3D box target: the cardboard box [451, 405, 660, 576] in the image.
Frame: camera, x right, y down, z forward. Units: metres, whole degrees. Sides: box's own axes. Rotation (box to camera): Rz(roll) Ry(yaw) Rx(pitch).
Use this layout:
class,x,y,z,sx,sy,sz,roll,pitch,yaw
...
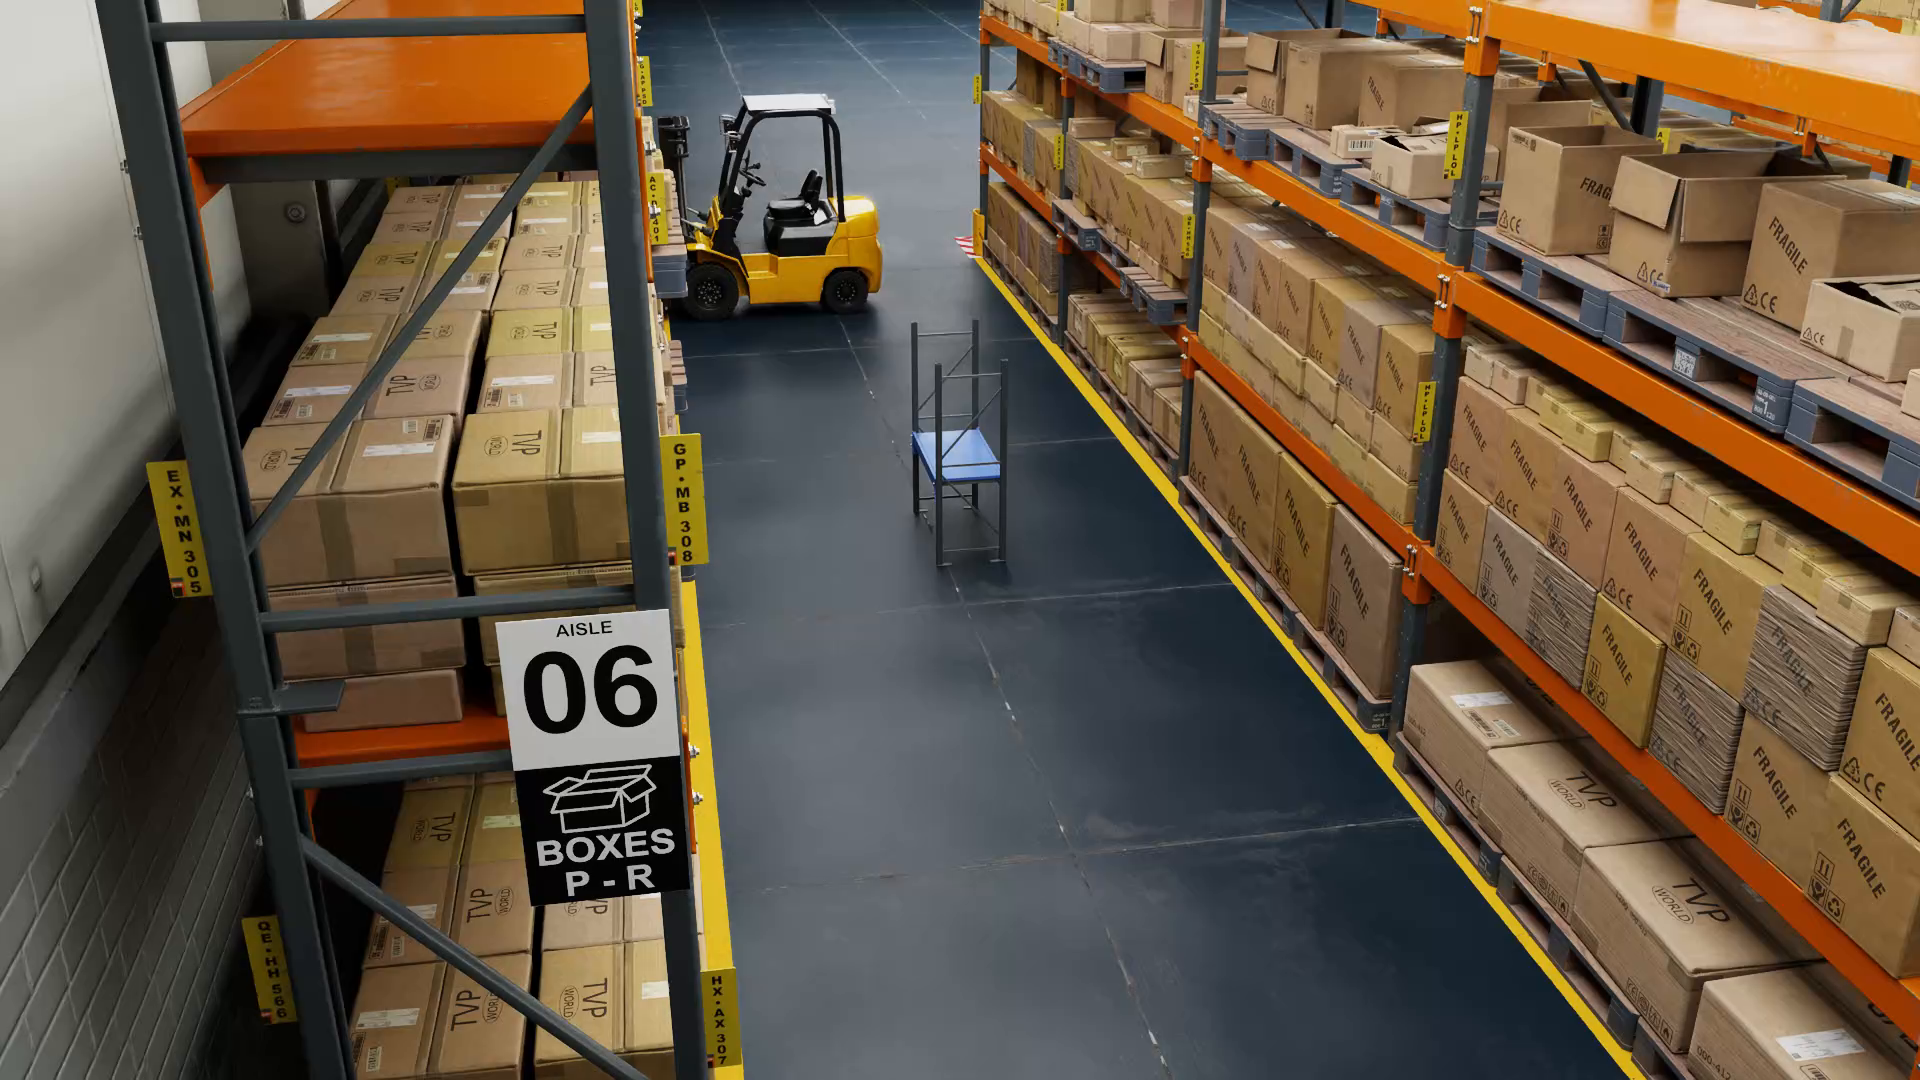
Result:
class,x,y,z,sx,sy,sz,roll,pitch,yaw
cardboard box,-1.013,-0.140,4.266,0.500,0.250,0.500,-5,24,-10

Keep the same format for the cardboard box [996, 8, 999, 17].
class,x,y,z,sx,sy,sz,roll,pitch,yaw
cardboard box,0.619,-5.946,18.683,0.380,0.149,0.250,-5,24,-11

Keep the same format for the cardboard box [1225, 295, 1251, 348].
class,x,y,z,sx,sy,sz,roll,pitch,yaw
cardboard box,2.166,-1.531,11.570,0.500,0.250,0.500,-4,24,-8

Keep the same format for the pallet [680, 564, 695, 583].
class,x,y,z,sx,sy,sz,roll,pitch,yaw
pallet,-1.958,-0.083,8.933,1.003,0.211,1.213,-4,24,-10

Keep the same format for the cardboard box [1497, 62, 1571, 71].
class,x,y,z,sx,sy,sz,roll,pitch,yaw
cardboard box,6.111,-4.912,18.213,0.875,0.550,0.550,-4,24,-10

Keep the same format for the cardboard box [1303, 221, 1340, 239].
class,x,y,z,sx,sy,sz,roll,pitch,yaw
cardboard box,2.676,-1.910,11.501,0.500,0.500,0.500,-4,24,-9

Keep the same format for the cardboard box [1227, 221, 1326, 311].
class,x,y,z,sx,sy,sz,roll,pitch,yaw
cardboard box,2.172,-1.889,11.453,0.500,0.500,0.500,-4,24,-10

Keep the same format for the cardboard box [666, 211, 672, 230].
class,x,y,z,sx,sy,sz,roll,pitch,yaw
cardboard box,-1.596,-1.598,8.078,0.380,0.149,0.250,-4,24,-9

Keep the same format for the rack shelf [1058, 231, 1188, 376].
class,x,y,z,sx,sy,sz,roll,pitch,yaw
rack shelf,1.850,-2.248,14.549,1.077,0.370,4.000,-4,24,-10

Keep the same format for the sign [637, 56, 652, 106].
class,x,y,z,sx,sy,sz,roll,pitch,yaw
sign,-2.124,-3.073,11.145,0.100,0.325,0.005,-4,24,-10

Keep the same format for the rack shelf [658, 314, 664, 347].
class,x,y,z,sx,sy,sz,roll,pitch,yaw
rack shelf,-2.288,-1.681,9.501,1.077,0.370,4.000,-4,24,-10

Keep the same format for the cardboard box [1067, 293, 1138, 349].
class,x,y,z,sx,sy,sz,roll,pitch,yaw
cardboard box,1.580,-2.147,16.176,0.950,0.372,0.625,-4,24,-9

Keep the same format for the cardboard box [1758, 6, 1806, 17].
class,x,y,z,sx,sy,sz,roll,pitch,yaw
cardboard box,6.961,-4.469,14.450,0.500,0.311,0.500,-5,24,-11

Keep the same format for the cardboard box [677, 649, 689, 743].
class,x,y,z,sx,sy,sz,roll,pitch,yaw
cardboard box,-1.275,0.525,6.180,0.500,0.500,0.500,-4,24,-8

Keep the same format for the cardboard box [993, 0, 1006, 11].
class,x,y,z,sx,sy,sz,roll,pitch,yaw
cardboard box,0.655,-5.964,18.225,0.500,0.250,0.500,-5,24,-11

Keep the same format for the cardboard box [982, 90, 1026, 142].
class,x,y,z,sx,sy,sz,roll,pitch,yaw
cardboard box,0.556,-4.913,19.255,0.500,0.500,0.500,-5,24,-11

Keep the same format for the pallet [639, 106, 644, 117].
class,x,y,z,sx,sy,sz,roll,pitch,yaw
pallet,-2.871,-2.971,11.792,1.213,0.211,1.003,-3,24,-7

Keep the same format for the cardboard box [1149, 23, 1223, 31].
class,x,y,z,sx,sy,sz,roll,pitch,yaw
cardboard box,1.913,-4.244,14.134,0.500,0.250,0.500,-4,24,-9

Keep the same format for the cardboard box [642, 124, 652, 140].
class,x,y,z,sx,sy,sz,roll,pitch,yaw
cardboard box,-1.848,-2.135,8.935,0.380,0.149,0.250,-4,24,-9

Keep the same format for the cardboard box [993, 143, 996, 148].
class,x,y,z,sx,sy,sz,roll,pitch,yaw
cardboard box,0.600,-4.674,19.518,0.380,0.149,0.250,-4,24,-10

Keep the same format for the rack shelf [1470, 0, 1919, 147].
class,x,y,z,sx,sy,sz,roll,pitch,yaw
rack shelf,3.329,-1.667,6.223,1.077,0.370,4.000,-4,24,-10

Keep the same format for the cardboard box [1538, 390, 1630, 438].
class,x,y,z,sx,sy,sz,roll,pitch,yaw
cardboard box,2.901,-0.576,7.637,0.380,0.149,0.250,-4,24,-10

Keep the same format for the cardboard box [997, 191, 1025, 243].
class,x,y,z,sx,sy,sz,roll,pitch,yaw
cardboard box,0.724,-3.662,18.860,0.500,0.500,0.500,-5,24,-12

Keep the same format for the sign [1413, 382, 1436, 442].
class,x,y,z,sx,sy,sz,roll,pitch,yaw
sign,2.428,-0.668,8.684,0.100,0.325,0.005,-4,24,-10

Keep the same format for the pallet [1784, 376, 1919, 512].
class,x,y,z,sx,sy,sz,roll,pitch,yaw
pallet,3.552,-0.270,5.482,1.003,0.211,1.213,-4,24,-10

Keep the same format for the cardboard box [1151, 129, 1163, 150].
class,x,y,z,sx,sy,sz,roll,pitch,yaw
cardboard box,1.928,-3.601,14.917,0.380,0.149,0.250,-5,24,-11

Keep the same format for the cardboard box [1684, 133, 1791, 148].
class,x,y,z,sx,sy,sz,roll,pitch,yaw
cardboard box,6.801,-3.279,14.636,0.700,0.500,0.500,-5,24,-11

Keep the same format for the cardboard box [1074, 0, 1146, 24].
class,x,y,z,sx,sy,sz,roll,pitch,yaw
cardboard box,1.297,-4.637,14.410,0.500,0.250,0.500,-5,24,-11

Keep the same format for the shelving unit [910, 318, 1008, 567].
class,x,y,z,sx,sy,sz,roll,pitch,yaw
shelving unit,-0.016,-0.721,12.027,0.538,1.500,1.048,-4,24,-10

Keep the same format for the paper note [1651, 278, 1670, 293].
class,x,y,z,sx,sy,sz,roll,pitch,yaw
paper note,2.739,-0.997,6.507,0.006,0.032,0.123,-4,24,-10

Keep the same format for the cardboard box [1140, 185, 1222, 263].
class,x,y,z,sx,sy,sz,roll,pitch,yaw
cardboard box,1.756,-2.527,13.266,0.500,0.500,0.500,-5,24,-11

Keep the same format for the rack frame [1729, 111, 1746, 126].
class,x,y,z,sx,sy,sz,roll,pitch,yaw
rack frame,10.480,-5.671,21.488,1.000,3.000,0.127,-4,24,-10

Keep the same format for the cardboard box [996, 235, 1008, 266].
class,x,y,z,sx,sy,sz,roll,pitch,yaw
cardboard box,0.705,-3.331,19.040,0.500,0.250,0.500,-3,24,-8

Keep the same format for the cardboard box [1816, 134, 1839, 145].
class,x,y,z,sx,sy,sz,roll,pitch,yaw
cardboard box,10.480,-4.829,19.874,0.380,0.149,0.250,-4,24,-10

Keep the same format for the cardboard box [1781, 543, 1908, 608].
class,x,y,z,sx,sy,sz,roll,pitch,yaw
cardboard box,3.229,0.132,6.015,0.380,0.149,0.250,-4,24,-9

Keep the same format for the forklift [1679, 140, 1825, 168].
class,x,y,z,sx,sy,sz,roll,pitch,yaw
forklift,5.024,-1.394,11.781,1.130,2.935,3.031,-3,24,-7

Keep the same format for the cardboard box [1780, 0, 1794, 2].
class,x,y,z,sx,sy,sz,roll,pitch,yaw
cardboard box,10.315,-6.769,20.440,0.500,0.250,0.500,-4,24,-8

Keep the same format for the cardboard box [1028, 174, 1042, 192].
class,x,y,z,sx,sy,sz,roll,pitch,yaw
cardboard box,0.930,-3.753,17.409,0.380,0.149,0.250,-5,24,-11

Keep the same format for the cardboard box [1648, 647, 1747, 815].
class,x,y,z,sx,sy,sz,roll,pitch,yaw
cardboard box,3.167,0.739,6.684,0.500,0.500,0.500,-4,24,-8

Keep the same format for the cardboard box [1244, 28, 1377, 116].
class,x,y,z,sx,sy,sz,roll,pitch,yaw
cardboard box,2.438,-3.268,11.584,0.797,0.503,0.637,-6,24,-13

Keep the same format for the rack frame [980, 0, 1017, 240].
class,x,y,z,sx,sy,sz,roll,pitch,yaw
rack frame,0.741,-4.938,19.808,1.000,3.000,0.127,-4,24,-10

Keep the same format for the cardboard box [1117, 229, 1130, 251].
class,x,y,z,sx,sy,sz,roll,pitch,yaw
cardboard box,1.564,-2.584,14.207,0.380,0.149,0.250,-5,24,-11

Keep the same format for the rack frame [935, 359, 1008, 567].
class,x,y,z,sx,sy,sz,roll,pitch,yaw
rack frame,0.078,-0.521,11.569,0.500,1.500,0.032,-4,24,-10

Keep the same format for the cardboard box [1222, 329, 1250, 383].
class,x,y,z,sx,sy,sz,roll,pitch,yaw
cardboard box,2.176,-1.311,11.691,0.500,0.250,0.500,-5,24,-11

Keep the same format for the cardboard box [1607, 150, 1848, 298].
class,x,y,z,sx,sy,sz,roll,pitch,yaw
cardboard box,3.241,-1.350,7.067,0.797,0.503,0.637,-2,24,-6

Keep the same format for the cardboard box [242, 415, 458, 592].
class,x,y,z,sx,sy,sz,roll,pitch,yaw
cardboard box,-1.535,-0.101,4.177,0.500,0.250,0.500,-5,24,-11

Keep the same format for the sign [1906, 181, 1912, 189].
class,x,y,z,sx,sy,sz,roll,pitch,yaw
sign,7.598,-2.735,13.418,0.100,0.325,0.005,-4,24,-10

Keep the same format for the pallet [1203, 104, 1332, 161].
class,x,y,z,sx,sy,sz,roll,pitch,yaw
pallet,2.391,-2.830,11.470,1.213,0.211,1.003,-3,24,-7

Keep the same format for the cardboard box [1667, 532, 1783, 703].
class,x,y,z,sx,sy,sz,roll,pitch,yaw
cardboard box,3.162,0.281,6.484,0.500,0.500,0.500,-4,24,-10

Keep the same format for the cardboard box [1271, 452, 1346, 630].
class,x,y,z,sx,sy,sz,roll,pitch,yaw
cardboard box,2.592,-0.029,10.699,0.875,0.875,0.875,-4,24,-8

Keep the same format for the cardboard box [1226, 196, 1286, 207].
class,x,y,z,sx,sy,sz,roll,pitch,yaw
cardboard box,2.364,-2.360,12.884,0.500,0.500,0.500,-5,24,-11

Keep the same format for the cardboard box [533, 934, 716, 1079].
class,x,y,z,sx,sy,sz,roll,pitch,yaw
cardboard box,-0.997,1.458,4.979,0.500,0.250,0.500,-4,24,-9

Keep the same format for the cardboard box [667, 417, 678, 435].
class,x,y,z,sx,sy,sz,roll,pitch,yaw
cardboard box,-1.787,-0.294,8.526,0.700,0.500,0.500,-4,24,-8
